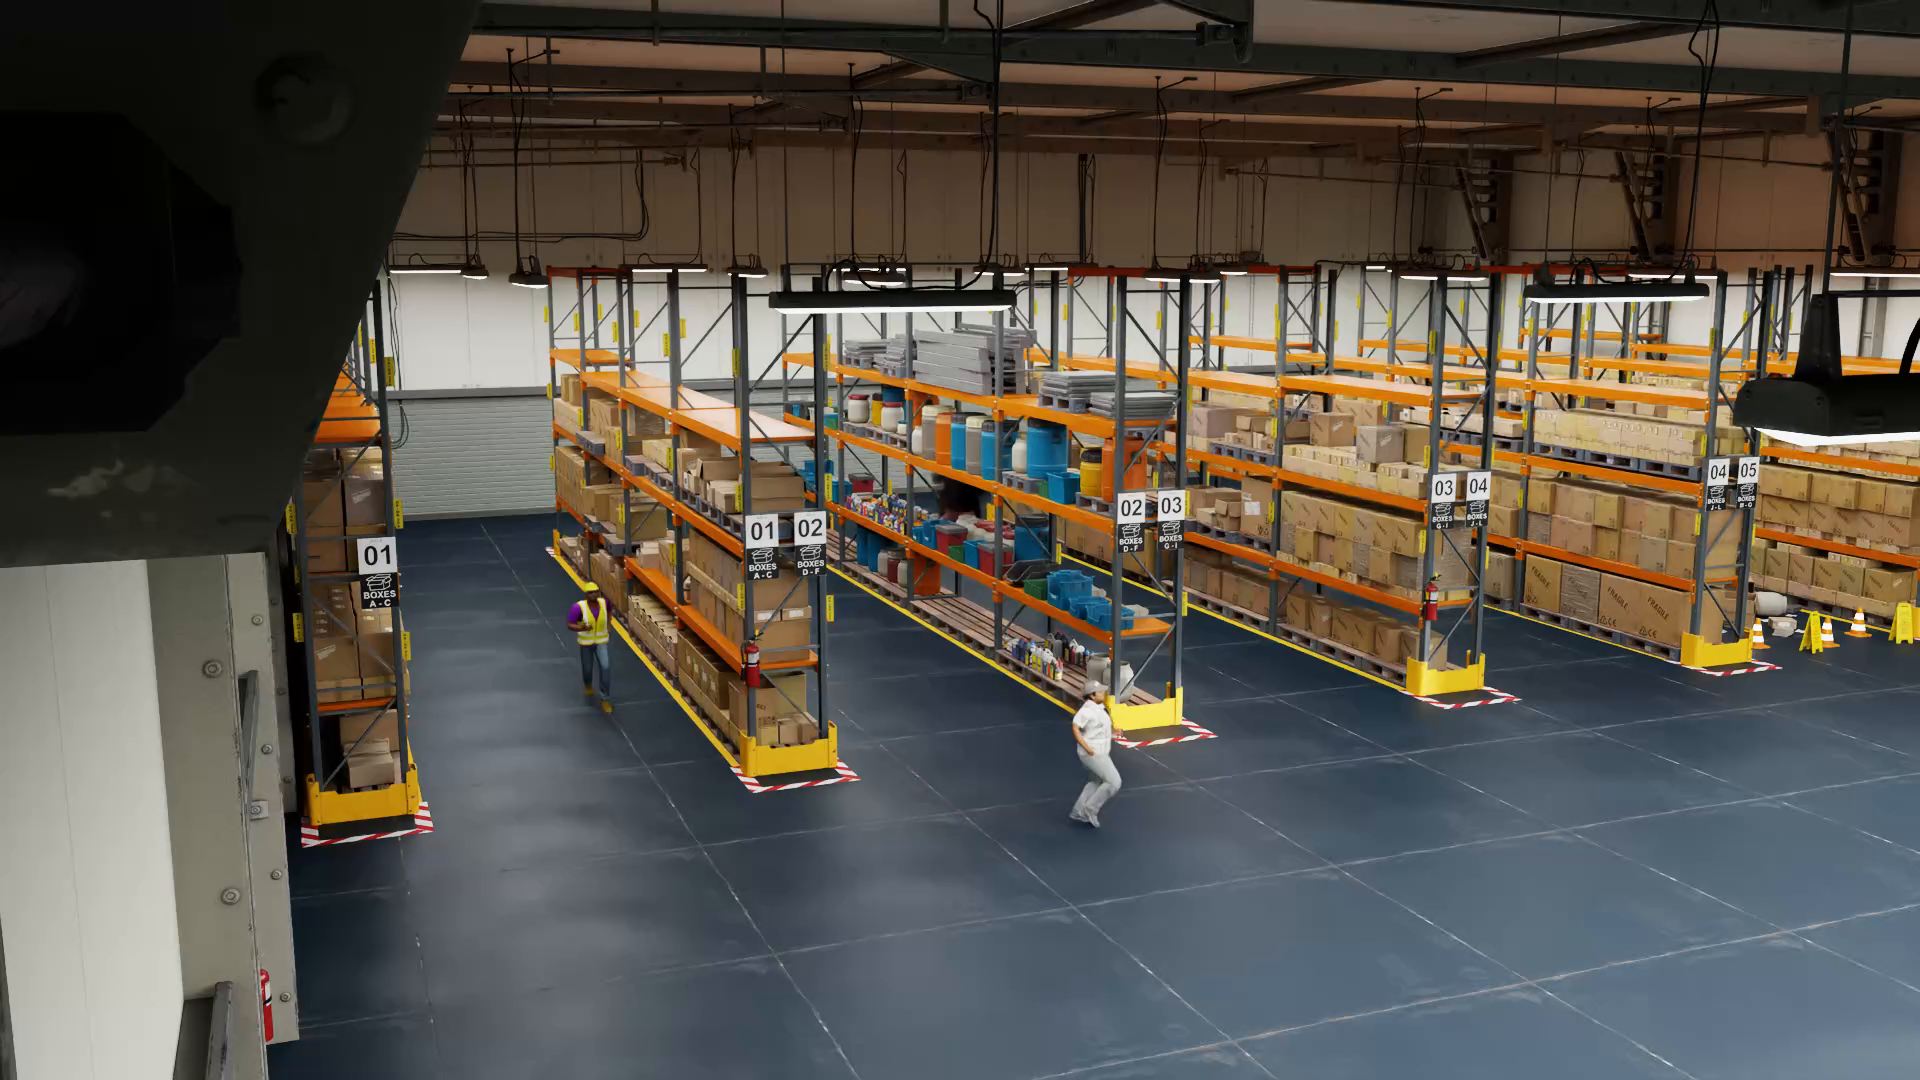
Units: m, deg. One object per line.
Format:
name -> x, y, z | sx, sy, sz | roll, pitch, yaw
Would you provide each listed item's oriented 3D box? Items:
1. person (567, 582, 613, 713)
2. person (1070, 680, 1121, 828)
person -> -5.159, 1.468, 23.240 | 0.662, 1.821, 0.964 | -4, 11, -20
person -> 1.524, 2.359, 18.380 | 0.570, 1.647, 0.675 | 2, 10, 14
